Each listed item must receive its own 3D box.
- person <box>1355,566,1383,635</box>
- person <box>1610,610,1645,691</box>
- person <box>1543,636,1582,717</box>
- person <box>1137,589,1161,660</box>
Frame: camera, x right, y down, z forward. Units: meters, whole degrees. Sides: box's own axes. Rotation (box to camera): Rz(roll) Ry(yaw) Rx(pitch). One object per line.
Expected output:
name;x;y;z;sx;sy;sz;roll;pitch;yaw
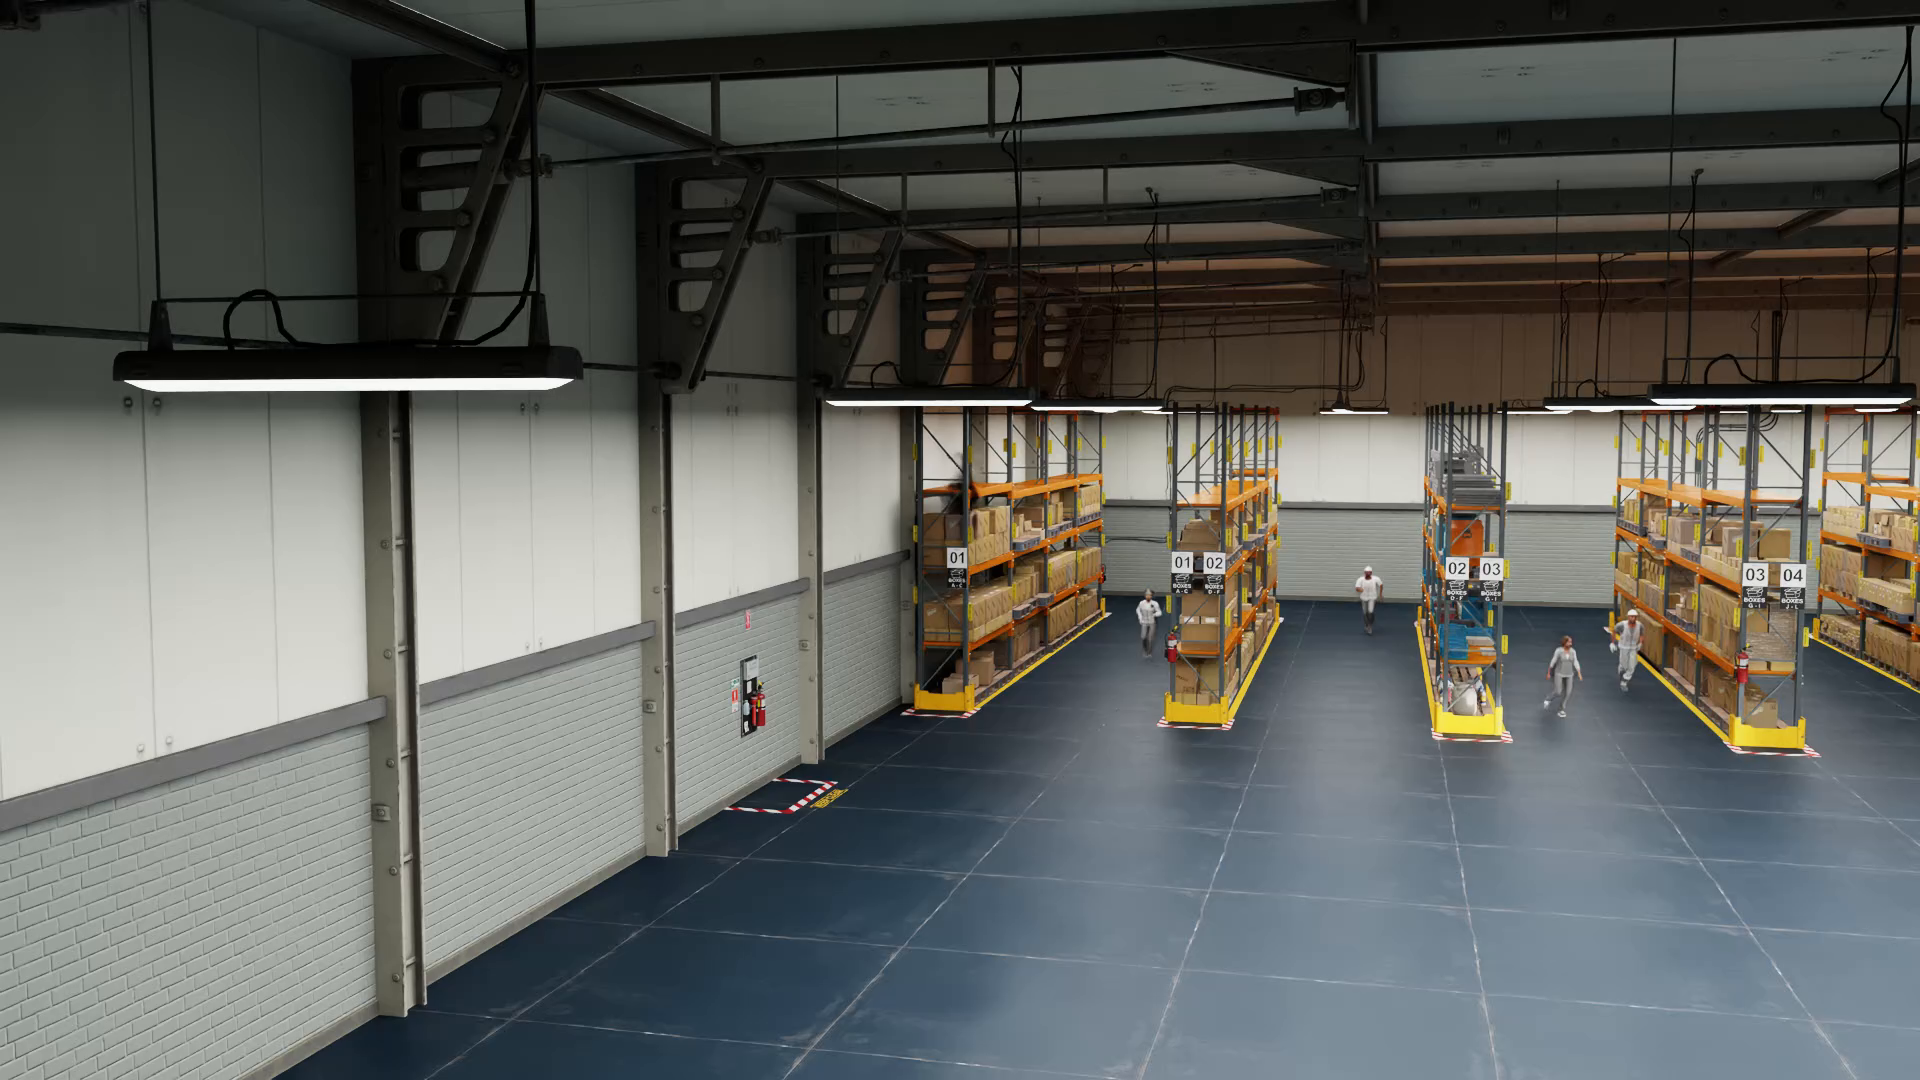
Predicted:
person;10.806;1.598;44.004;0.674;1.811;0.827;2;5;22
person;14.022;2.292;34.917;0.650;1.715;0.706;0;4;-1
person;11.514;2.593;31.802;0.575;1.567;0.629;0;4;-2
person;4.439;1.989;39.225;0.616;1.679;0.642;1;4;15
